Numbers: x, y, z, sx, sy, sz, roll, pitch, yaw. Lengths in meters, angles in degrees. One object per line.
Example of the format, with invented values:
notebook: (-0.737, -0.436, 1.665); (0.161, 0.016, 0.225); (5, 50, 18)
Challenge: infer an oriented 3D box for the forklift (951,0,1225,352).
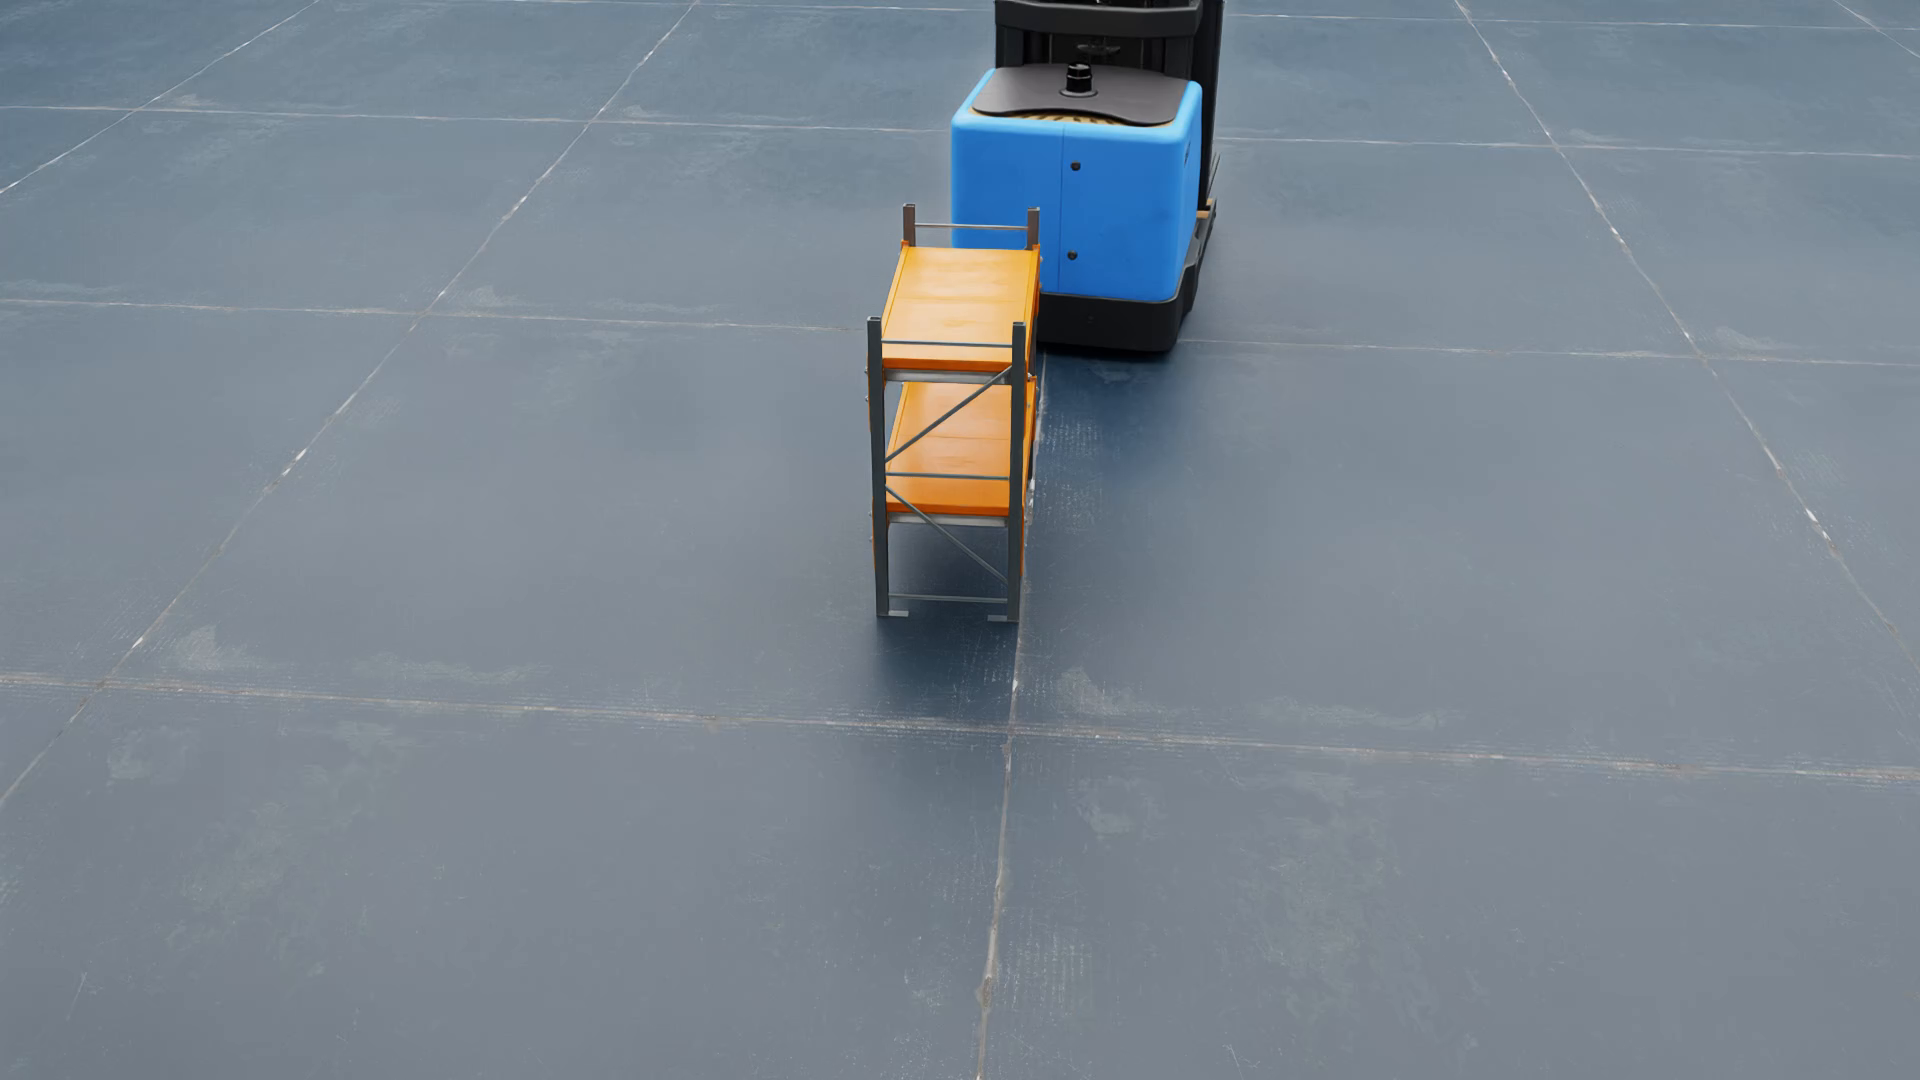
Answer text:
forklift: (0.769, -2.858, 8.094); (1.130, 2.935, 3.031); (7, 32, 11)

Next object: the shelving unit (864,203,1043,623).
shelving unit: (-0.001, -0.475, 5.949); (0.538, 1.125, 1.048); (2, 32, 4)

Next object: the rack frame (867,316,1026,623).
rack frame: (-0.042, -0.210, 5.518); (0.500, 1.125, 0.032); (2, 32, 4)

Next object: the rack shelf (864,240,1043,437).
rack shelf: (-0.001, -0.725, 5.796); (0.538, 0.278, 1.000); (2, 32, 4)

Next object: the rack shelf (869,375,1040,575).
rack shelf: (-0.001, -0.267, 6.077); (0.538, 0.278, 1.000); (2, 32, 4)

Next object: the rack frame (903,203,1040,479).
rack frame: (0.041, -0.741, 6.380); (0.500, 1.125, 0.032); (2, 32, 4)
